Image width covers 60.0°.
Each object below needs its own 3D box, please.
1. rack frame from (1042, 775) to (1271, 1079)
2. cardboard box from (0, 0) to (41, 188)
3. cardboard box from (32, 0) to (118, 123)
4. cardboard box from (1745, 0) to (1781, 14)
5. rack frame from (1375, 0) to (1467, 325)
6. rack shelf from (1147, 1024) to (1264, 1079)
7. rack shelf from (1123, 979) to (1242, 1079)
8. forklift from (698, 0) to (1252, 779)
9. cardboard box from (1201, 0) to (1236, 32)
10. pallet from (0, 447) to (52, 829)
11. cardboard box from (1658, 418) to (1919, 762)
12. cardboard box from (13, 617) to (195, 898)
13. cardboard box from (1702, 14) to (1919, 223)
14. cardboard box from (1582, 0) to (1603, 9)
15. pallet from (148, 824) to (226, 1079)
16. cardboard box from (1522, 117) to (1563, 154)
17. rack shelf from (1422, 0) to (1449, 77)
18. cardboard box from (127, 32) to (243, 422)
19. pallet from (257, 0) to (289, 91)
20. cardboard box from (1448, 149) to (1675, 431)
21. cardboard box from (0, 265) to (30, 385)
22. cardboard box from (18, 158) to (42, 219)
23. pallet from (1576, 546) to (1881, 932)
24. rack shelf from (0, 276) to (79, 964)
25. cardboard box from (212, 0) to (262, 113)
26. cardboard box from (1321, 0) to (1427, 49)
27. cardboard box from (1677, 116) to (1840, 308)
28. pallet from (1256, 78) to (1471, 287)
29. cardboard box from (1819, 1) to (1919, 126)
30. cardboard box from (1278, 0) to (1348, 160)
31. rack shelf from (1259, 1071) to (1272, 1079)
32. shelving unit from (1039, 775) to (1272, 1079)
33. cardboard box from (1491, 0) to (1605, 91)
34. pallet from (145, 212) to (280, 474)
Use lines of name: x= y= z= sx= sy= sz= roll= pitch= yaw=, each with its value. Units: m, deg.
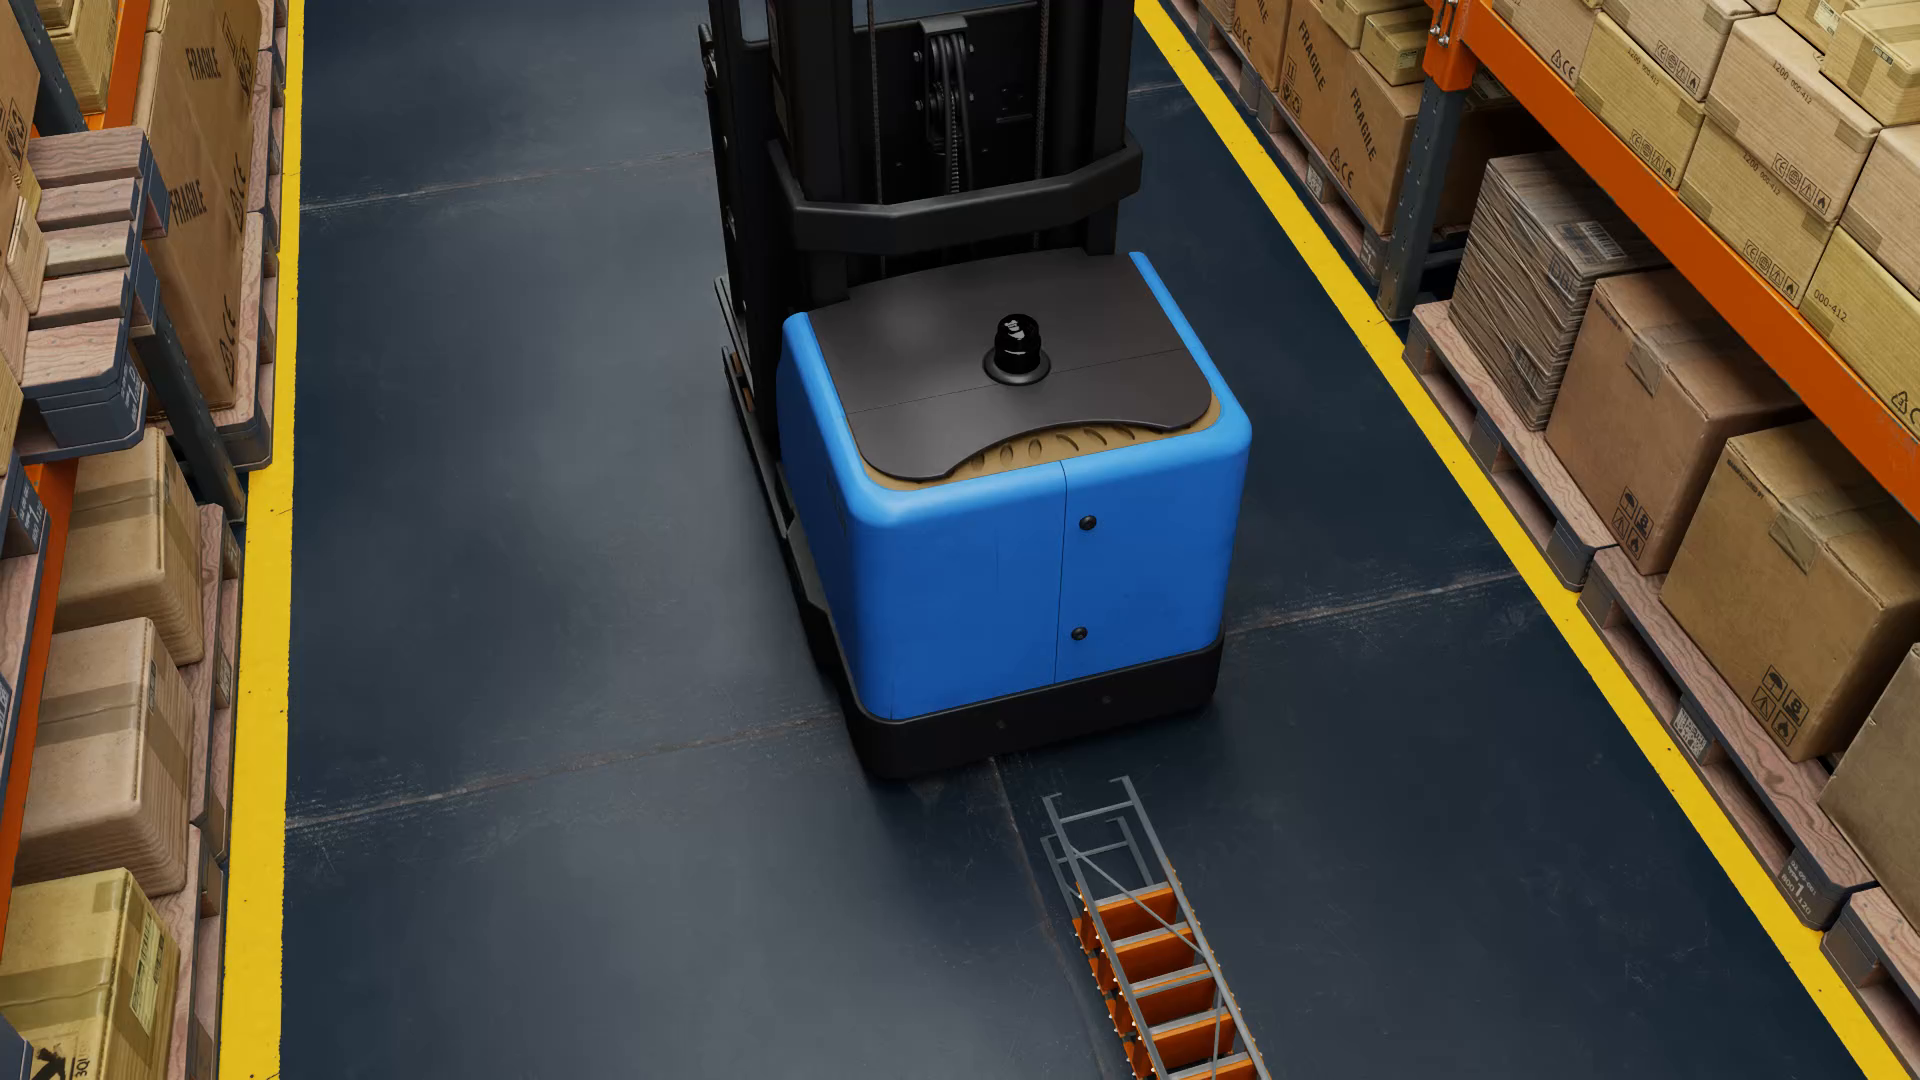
rack frame: x=0.506 y=1.056 z=3.952 sx=0.240 sy=0.006 sz=1.200 roll=-13 pitch=47 yaw=-12
cardboard box: x=-2.392 y=-1.076 z=3.632 sx=0.500 sy=0.500 sz=0.500 roll=-12 pitch=47 yaw=-11
cardboard box: x=-2.660 y=-1.385 z=4.612 sx=0.500 sy=0.250 sz=0.500 roll=-11 pitch=47 yaw=-11
cardboard box: x=2.056 y=-1.417 z=4.014 sx=0.380 sy=0.149 sz=0.250 roll=-10 pitch=46 yaw=-10
rack frame: x=2.020 y=-1.963 z=5.074 sx=1.000 sy=3.000 sz=0.127 roll=-11 pitch=47 yaw=-10
rack shelf: x=0.564 y=1.253 z=3.886 sx=0.258 sy=0.180 sz=0.103 roll=-13 pitch=47 yaw=-12
rack shelf: x=0.528 y=1.171 z=3.967 sx=0.258 sy=0.180 sz=0.103 roll=-13 pitch=47 yaw=-12
forklift: x=-0.179 y=-1.452 z=4.621 sx=1.130 sy=2.935 sz=3.031 roll=-12 pitch=47 yaw=-12
cardboard box: x=1.298 y=-2.552 z=7.106 sx=0.500 sy=0.500 sz=0.500 roll=-12 pitch=47 yaw=-12
pallet: x=-2.231 y=0.373 z=2.918 sx=1.003 sy=0.211 sz=1.213 roll=-11 pitch=47 yaw=-10
cardboard box: x=2.514 y=0.068 z=4.451 sx=0.875 sy=0.625 sz=0.625 roll=-12 pitch=47 yaw=-12
cardboard box: x=-2.446 y=0.619 z=4.089 sx=0.950 sy=0.372 sz=0.625 roll=-12 pitch=47 yaw=-11
cardboard box: x=2.141 y=-1.024 z=3.909 sx=0.500 sy=0.250 sz=0.500 roll=-12 pitch=47 yaw=-11
cardboard box: x=1.873 y=-1.730 z=4.600 sx=0.500 sy=0.250 sz=0.500 roll=-11 pitch=47 yaw=-10
pallet: x=-2.270 y=1.303 z=3.825 sx=1.003 sy=0.211 sz=1.213 roll=-11 pitch=47 yaw=-10
cardboard box: x=2.183 y=-1.578 z=6.152 sx=0.500 sy=0.500 sz=0.500 roll=-9 pitch=46 yaw=-9
rack shelf: x=1.508 y=-3.092 z=6.684 sx=1.077 sy=0.370 sz=4.000 roll=-11 pitch=47 yaw=-10
cardboard box: x=-2.874 y=-0.949 z=5.273 sx=0.875 sy=0.875 sz=0.875 roll=-11 pitch=47 yaw=-11
pallet: x=-3.531 y=-2.320 z=7.376 sx=1.003 sy=0.211 sz=1.213 roll=-11 pitch=47 yaw=-10
cardboard box: x=2.166 y=-0.846 z=5.348 sx=0.875 sy=0.625 sz=0.625 roll=-9 pitch=46 yaw=-9
cardboard box: x=-2.163 y=-0.416 z=3.439 sx=0.380 sy=0.149 sz=0.250 roll=-13 pitch=47 yaw=-12
cardboard box: x=-2.327 y=-0.757 z=3.774 sx=0.380 sy=0.149 sz=0.250 roll=-10 pitch=46 yaw=-10
pallet: x=2.502 y=0.429 z=4.682 sx=1.003 sy=0.211 sz=1.213 roll=-11 pitch=47 yaw=-10
rack shelf: x=-2.265 y=0.579 z=3.086 sx=1.077 sy=0.370 sz=4.000 roll=-11 pitch=47 yaw=-10
cardboard box: x=-3.327 y=-2.183 z=6.482 sx=0.875 sy=0.875 sz=0.875 roll=-9 pitch=46 yaw=-9
cardboard box: x=1.549 y=-1.940 z=6.053 sx=0.380 sy=0.149 sz=0.250 roll=-13 pitch=47 yaw=-12
cardboard box: x=2.160 y=-0.857 z=4.095 sx=0.500 sy=0.250 sz=0.500 roll=-12 pitch=47 yaw=-12
pallet: x=1.865 y=-1.510 z=6.582 sx=1.003 sy=0.211 sz=1.213 roll=-11 pitch=47 yaw=-10
cardboard box: x=2.157 y=-1.062 z=3.667 sx=0.380 sy=0.149 sz=0.250 roll=-10 pitch=46 yaw=-9
cardboard box: x=1.586 y=-1.836 z=6.405 sx=0.500 sy=0.500 sz=0.500 roll=-11 pitch=47 yaw=-11
rack shelf: x=0.600 y=1.335 z=3.806 sx=0.258 sy=0.180 sz=0.103 roll=-13 pitch=47 yaw=-12
shelving unit: x=0.506 y=1.120 z=4.017 sx=0.258 sy=0.189 sz=1.200 roll=-13 pitch=47 yaw=-12
cardboard box: x=1.897 y=-1.560 z=4.783 sx=0.500 sy=0.250 sz=0.500 roll=-11 pitch=47 yaw=-10
pallet: x=-2.906 y=-0.635 z=5.725 sx=1.003 sy=0.211 sz=1.213 roll=-11 pitch=47 yaw=-10
